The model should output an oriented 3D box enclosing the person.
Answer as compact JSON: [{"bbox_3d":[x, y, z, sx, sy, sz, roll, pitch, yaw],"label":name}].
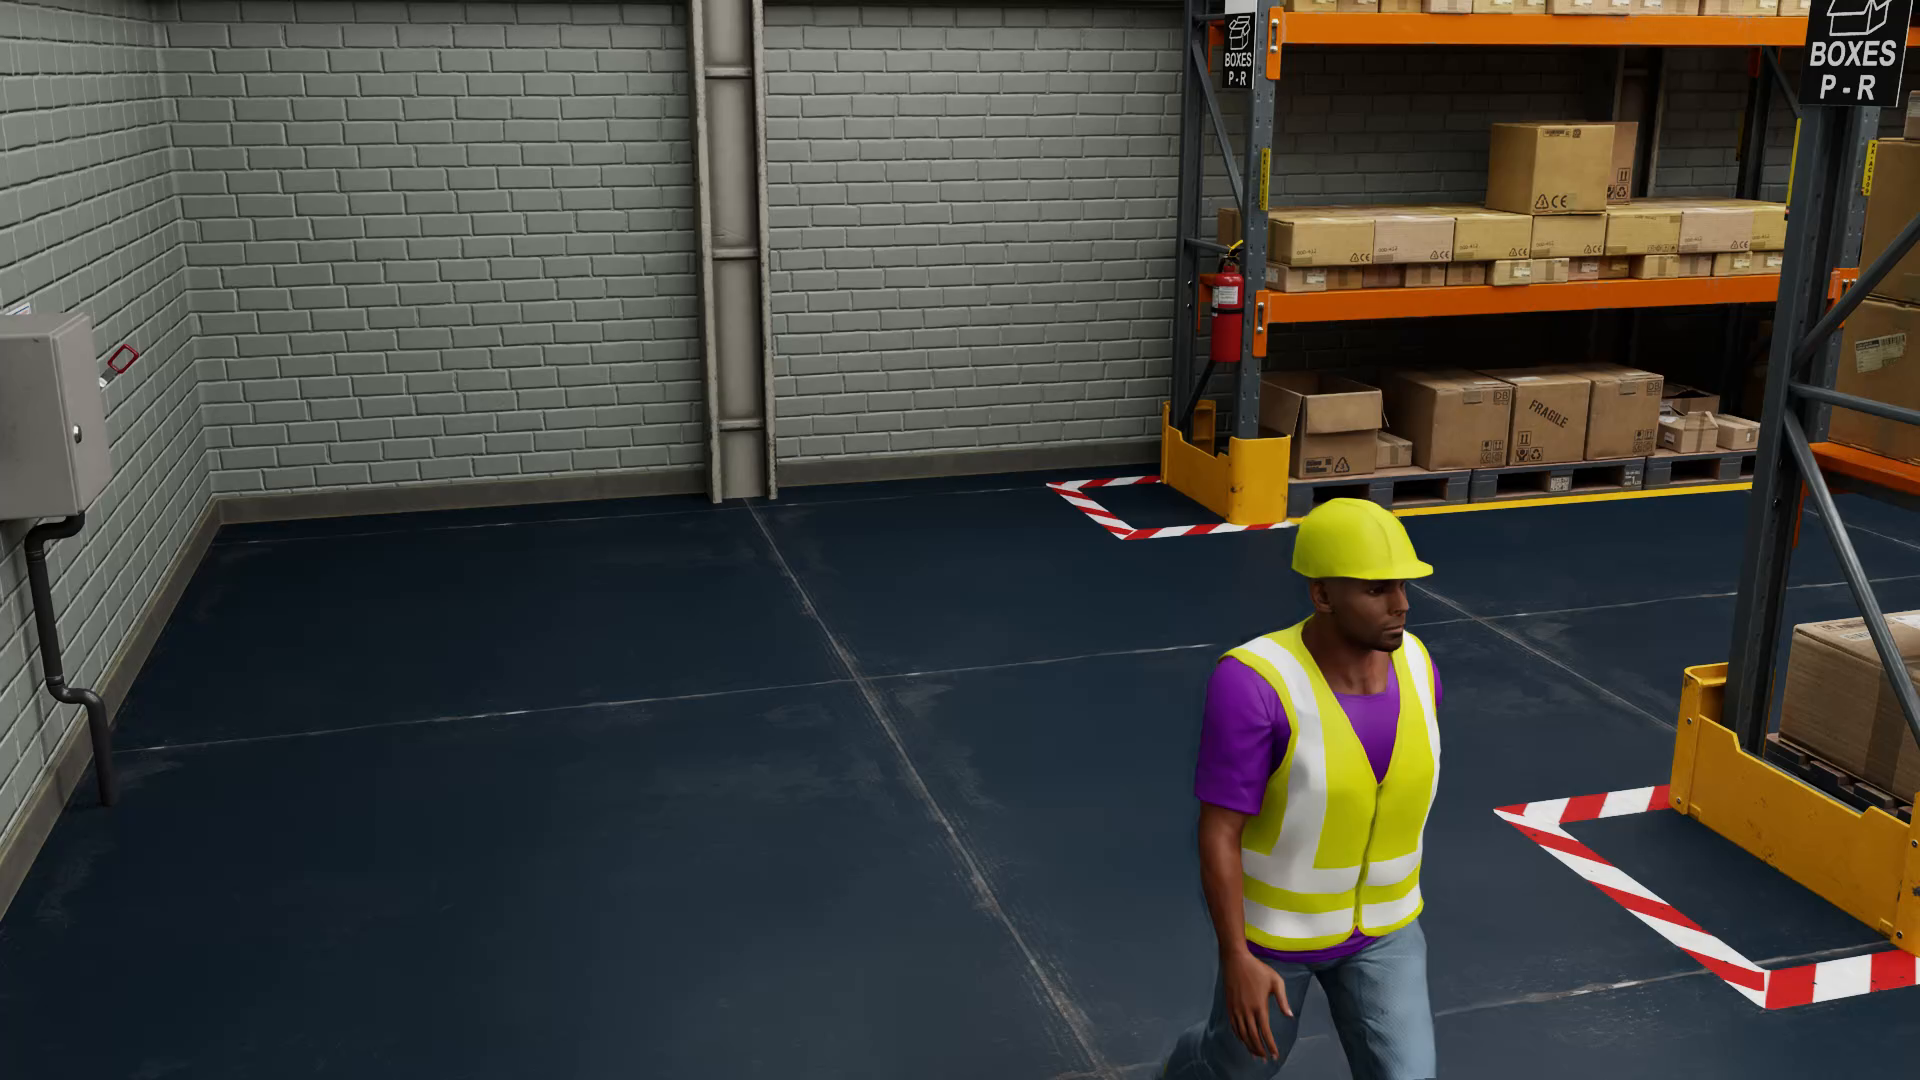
[{"bbox_3d":[0.718,0.749,3.368,0.590,1.720,1.048,-5,17,-18],"label":"person"}]
